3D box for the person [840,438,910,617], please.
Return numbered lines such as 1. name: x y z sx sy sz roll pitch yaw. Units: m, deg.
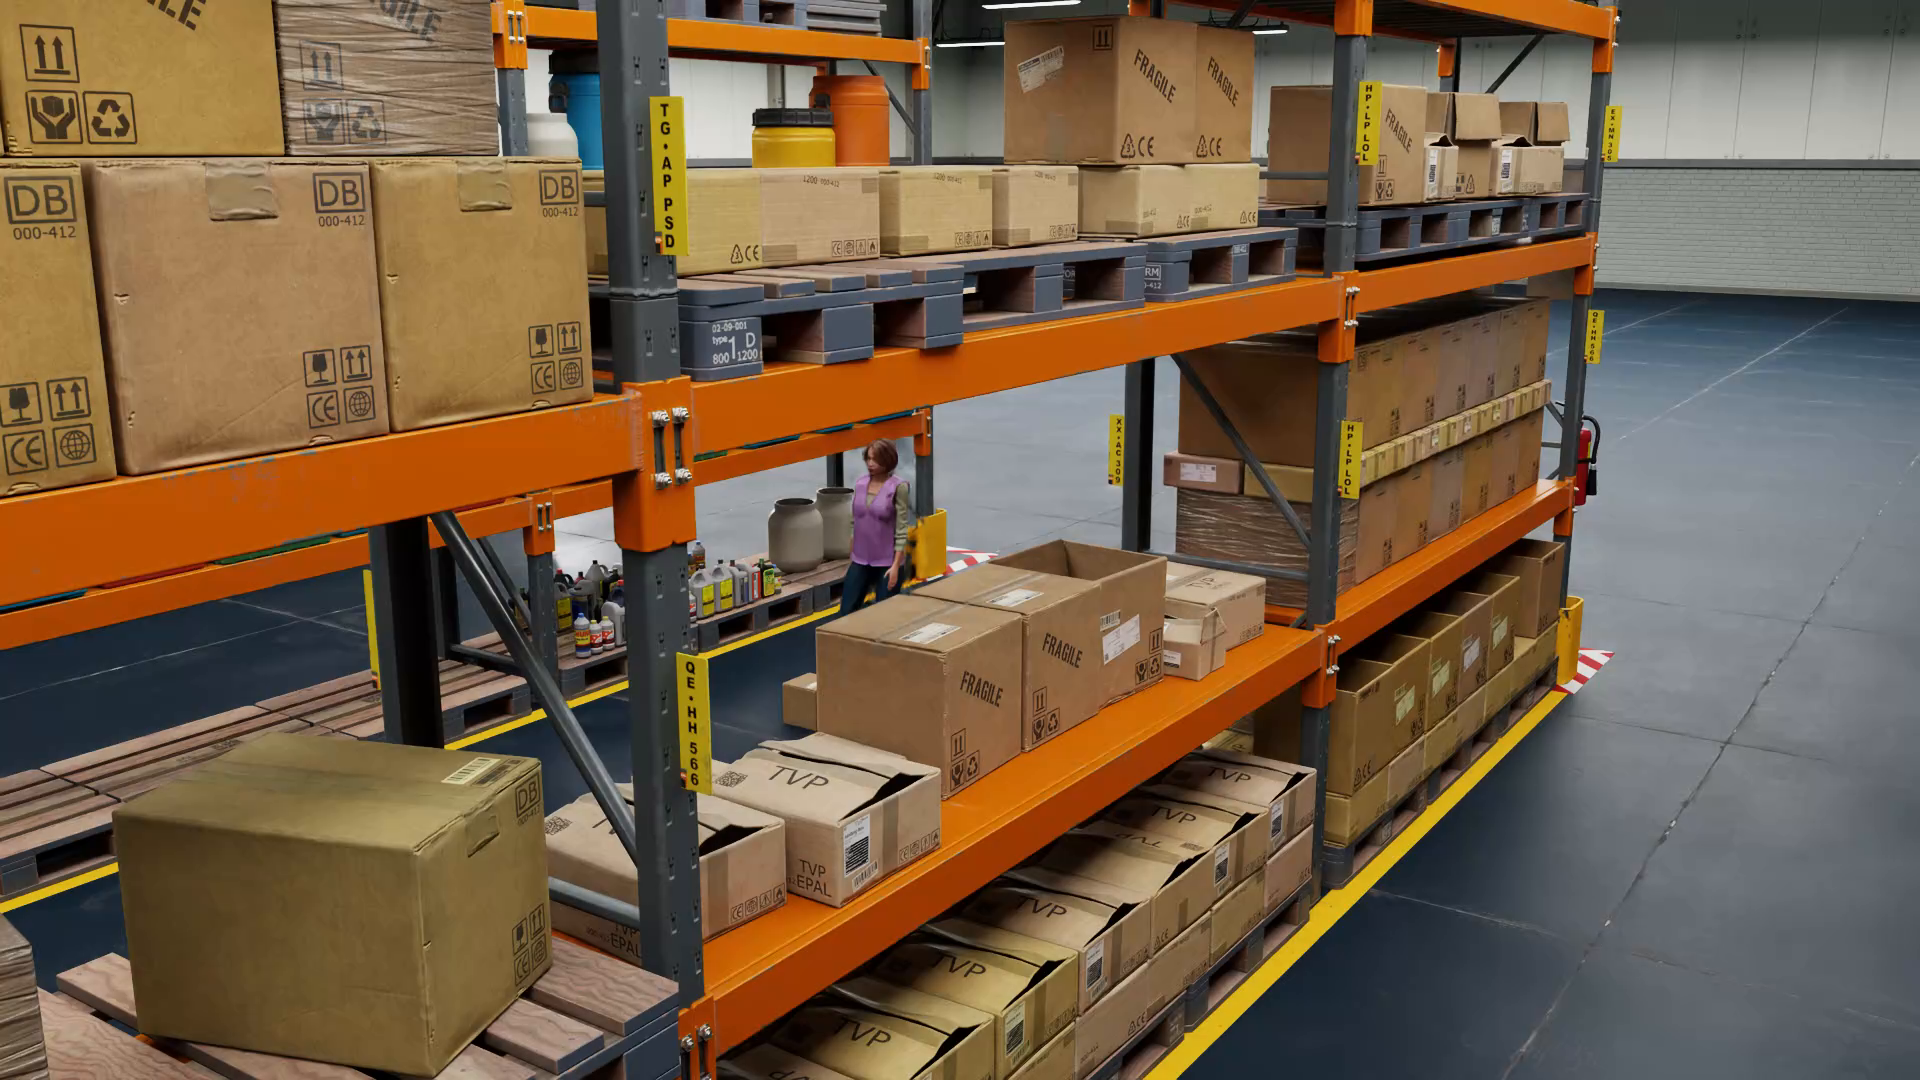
1. person: -0.521 0.167 10.212 0.437 1.592 0.486 6 15 25
